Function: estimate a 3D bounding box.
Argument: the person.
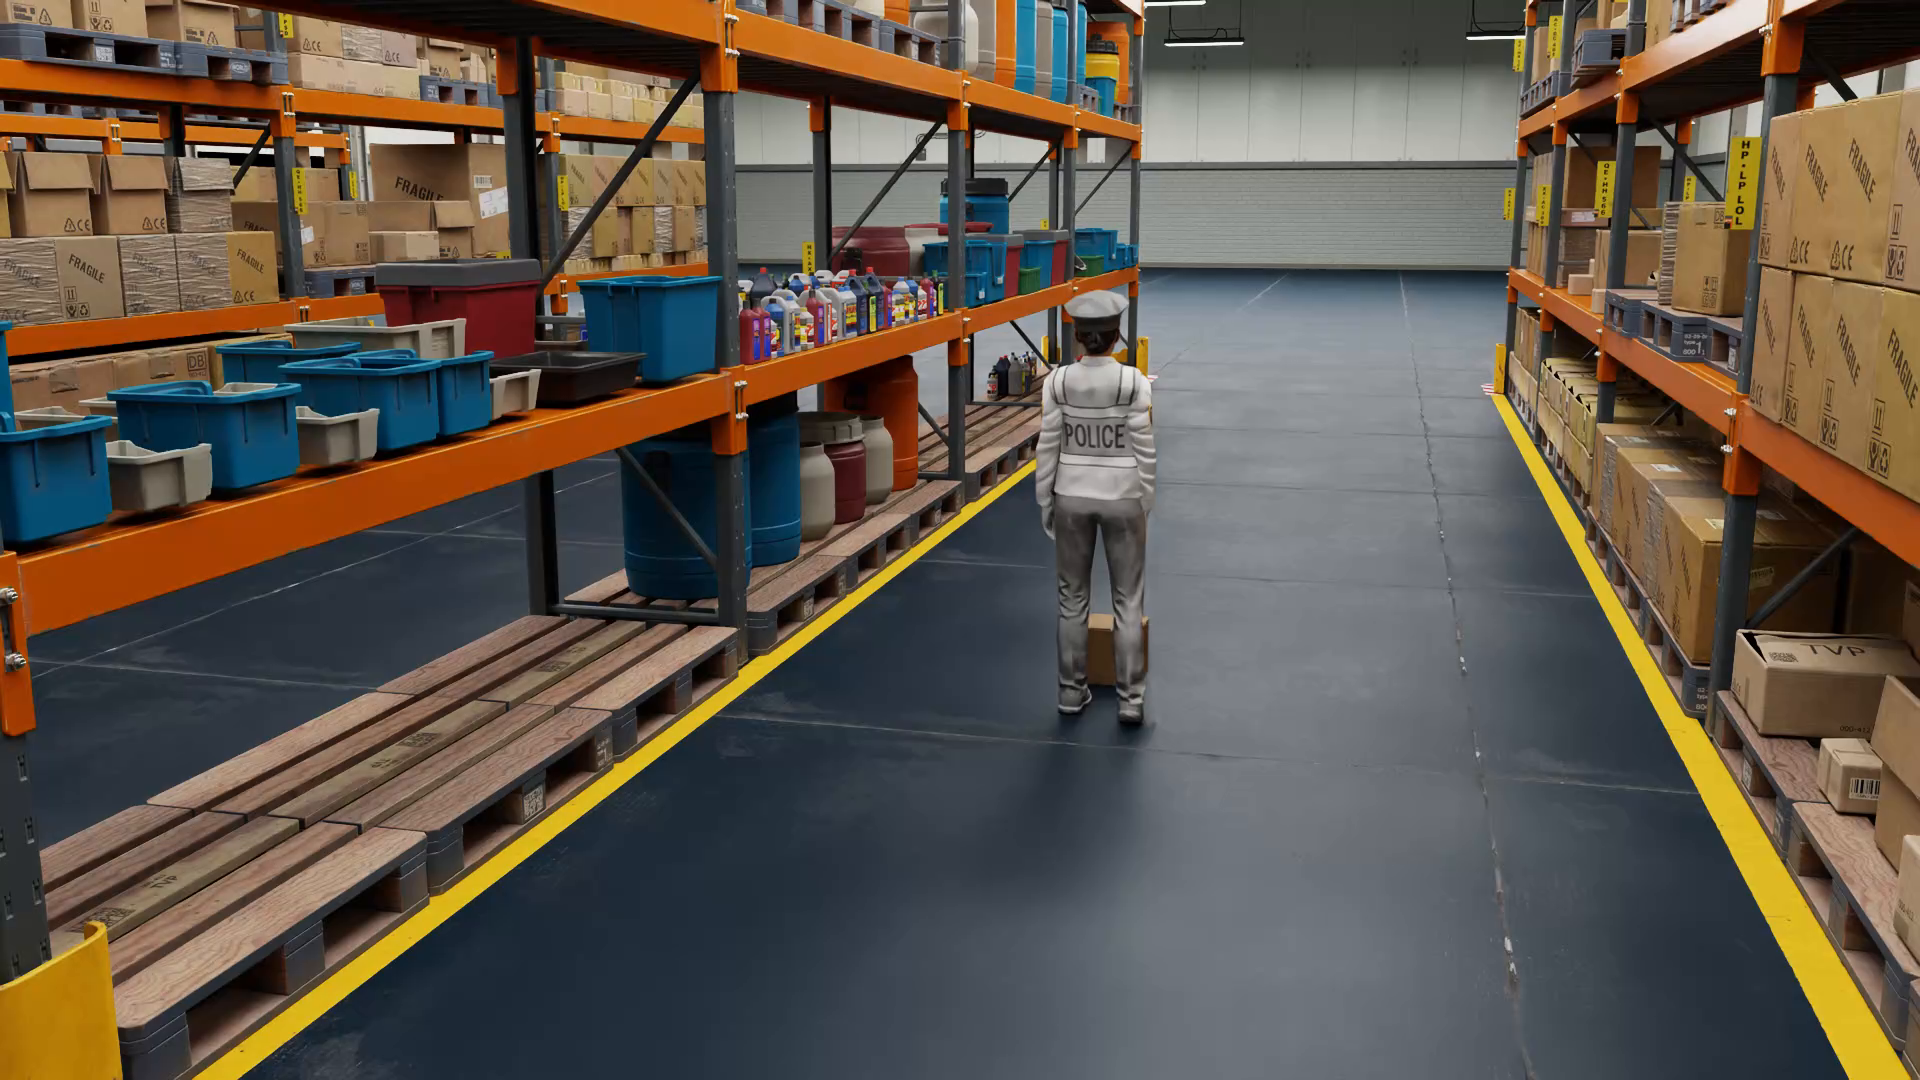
[{"bbox_3d":[0.531,-0.103,6.553,0.476,1.745,0.376,3,12,15],"label":"person"}]
